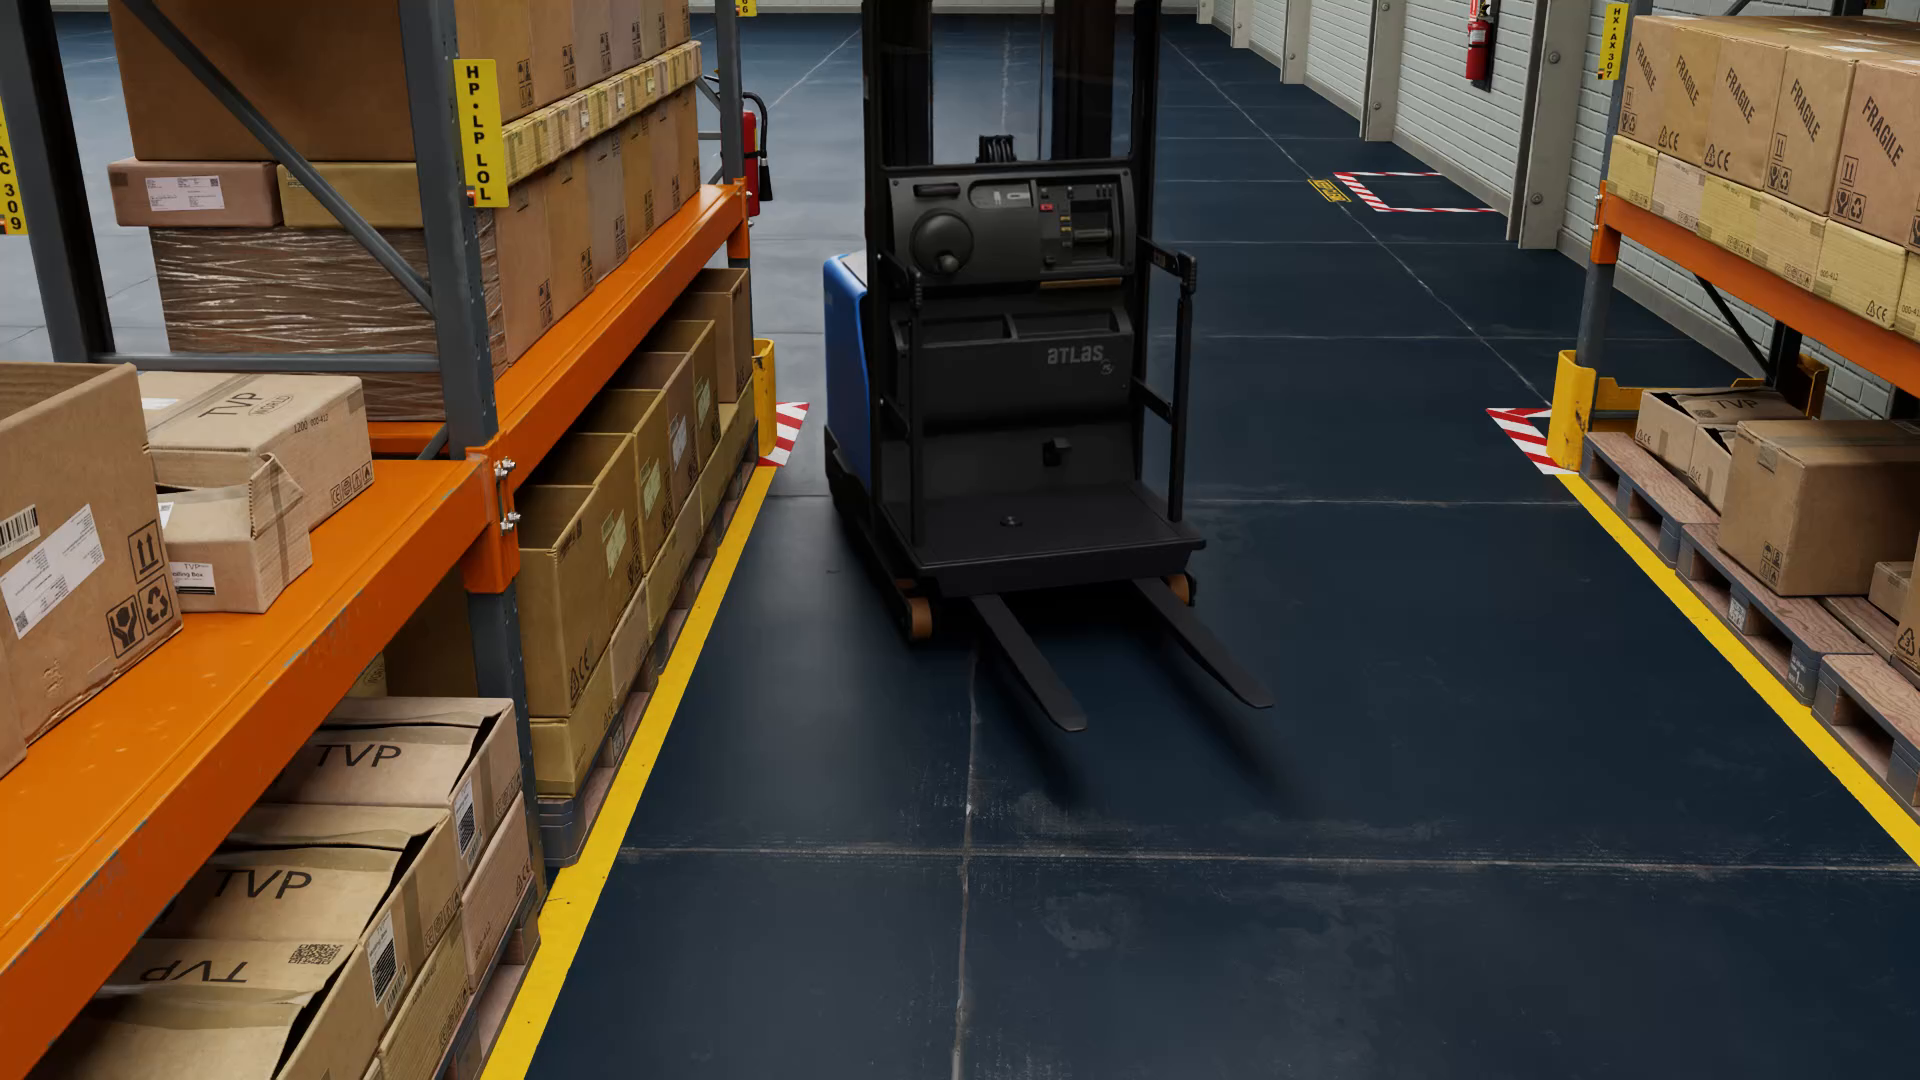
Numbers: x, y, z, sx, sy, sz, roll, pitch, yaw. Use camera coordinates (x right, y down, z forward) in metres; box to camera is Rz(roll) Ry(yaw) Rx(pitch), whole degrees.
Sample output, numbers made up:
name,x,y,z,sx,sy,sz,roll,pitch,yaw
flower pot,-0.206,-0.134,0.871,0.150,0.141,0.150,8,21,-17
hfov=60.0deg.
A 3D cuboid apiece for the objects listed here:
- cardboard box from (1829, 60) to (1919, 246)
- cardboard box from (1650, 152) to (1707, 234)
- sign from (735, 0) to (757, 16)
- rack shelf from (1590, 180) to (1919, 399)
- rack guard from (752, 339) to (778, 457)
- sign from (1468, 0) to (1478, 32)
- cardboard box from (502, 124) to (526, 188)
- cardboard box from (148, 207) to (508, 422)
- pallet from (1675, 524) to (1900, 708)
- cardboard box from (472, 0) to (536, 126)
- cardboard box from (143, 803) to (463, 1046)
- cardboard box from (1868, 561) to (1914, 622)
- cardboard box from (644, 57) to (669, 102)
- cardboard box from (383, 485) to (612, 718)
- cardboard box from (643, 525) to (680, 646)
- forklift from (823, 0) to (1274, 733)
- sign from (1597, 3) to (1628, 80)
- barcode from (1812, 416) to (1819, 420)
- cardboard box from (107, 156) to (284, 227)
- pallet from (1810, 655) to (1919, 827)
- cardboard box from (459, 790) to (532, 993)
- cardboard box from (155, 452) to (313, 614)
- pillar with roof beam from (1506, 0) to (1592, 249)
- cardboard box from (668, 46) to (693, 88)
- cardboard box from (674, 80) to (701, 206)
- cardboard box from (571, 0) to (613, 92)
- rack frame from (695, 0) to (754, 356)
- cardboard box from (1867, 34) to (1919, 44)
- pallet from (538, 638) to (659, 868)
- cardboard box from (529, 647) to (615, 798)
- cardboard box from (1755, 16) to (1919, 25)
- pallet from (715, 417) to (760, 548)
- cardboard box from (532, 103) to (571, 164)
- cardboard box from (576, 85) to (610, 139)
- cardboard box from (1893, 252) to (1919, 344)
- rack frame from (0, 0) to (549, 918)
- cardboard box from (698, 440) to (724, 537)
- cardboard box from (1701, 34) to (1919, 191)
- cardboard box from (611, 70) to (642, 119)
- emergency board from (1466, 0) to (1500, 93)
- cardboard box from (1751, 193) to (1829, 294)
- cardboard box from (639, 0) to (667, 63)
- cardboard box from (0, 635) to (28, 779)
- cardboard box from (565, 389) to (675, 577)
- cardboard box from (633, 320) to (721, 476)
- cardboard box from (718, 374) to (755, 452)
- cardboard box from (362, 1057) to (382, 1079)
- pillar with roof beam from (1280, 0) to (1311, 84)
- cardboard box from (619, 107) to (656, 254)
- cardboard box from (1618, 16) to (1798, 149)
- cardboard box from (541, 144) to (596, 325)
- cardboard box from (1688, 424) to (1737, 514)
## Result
name,x,y,z,sx,sy,sz,roll,pitch,yaw
cardboard box,3.068,-1.186,5.082,0.500,0.500,0.500,0,21,0
cardboard box,3.115,-1.385,6.632,0.500,0.250,0.500,0,21,0
sign,-0.960,-2.499,7.395,0.100,0.325,0.005,1,21,2
rack shelf,3.388,-0.748,5.805,1.077,0.370,4.000,1,21,2
rack guard,-1.502,-0.703,8.150,1.175,0.500,0.348,1,21,2
sign,4.708,-4.822,15.260,0.001,0.329,0.234,1,21,2
cardboard box,-1.409,-1.042,4.532,0.380,0.149,0.250,0,21,0
cardboard box,-1.617,-0.621,4.343,0.700,0.500,0.500,0,21,0
pallet,3.347,0.254,6.082,1.003,0.211,1.213,1,21,2
cardboard box,-1.603,-1.408,4.580,0.700,0.500,0.500,1,21,1
cardboard box,-1.359,0.749,3.397,0.500,0.311,0.500,1,21,3
cardboard box,3.396,0.186,5.737,0.380,0.149,0.250,-1,21,-3
cardboard box,-1.348,-1.790,6.462,0.380,0.149,0.250,1,21,2
cardboard box,-1.297,0.159,4.657,0.500,0.500,0.500,1,21,2
cardboard box,-1.266,0.147,5.724,0.500,0.250,0.500,1,21,2
forklift,0.256,-1.150,5.942,1.130,2.935,3.031,-5,22,-14
sign,2.907,-2.216,7.397,0.100,0.325,0.005,1,21,2
barcode,3.737,-0.502,7.273,0.001,0.075,0.075,1,21,2
cardboard box,-1.830,-0.863,4.072,0.380,0.149,0.250,1,21,2
pallet,3.313,0.696,4.942,1.003,0.211,1.213,1,21,2
cardboard box,-1.347,0.826,3.975,0.500,0.250,0.500,0,21,1
cardboard box,-1.467,-0.031,3.148,0.396,0.266,0.258,0,21,0
pillar with roof beam,0.172,-6.558,11.489,9.100,9.000,0.400,1,21,2
cardboard box,-1.330,-1.974,6.934,0.380,0.149,0.250,1,21,3
cardboard box,-1.529,-1.738,7.222,0.700,0.500,0.500,1,21,2
cardboard box,-1.571,-1.770,5.512,0.700,0.500,0.500,1,21,2
rack frame,-1.502,-1.860,7.675,1.000,3.000,0.127,1,21,2
cardboard box,3.611,-1.554,6.030,0.500,0.500,0.500,0,21,0
pallet,-1.558,0.599,5.192,1.003,0.211,1.213,1,21,2
cardboard box,-1.307,0.508,4.793,0.500,0.250,0.500,1,21,2
cardboard box,3.647,-1.923,6.981,0.500,0.500,0.500,0,21,1
pallet,-1.484,-0.283,7.466,1.003,0.211,1.213,1,21,2
cardboard box,-1.392,-1.227,5.009,0.380,0.149,0.250,0,21,0
cardboard box,-1.379,-1.418,5.501,0.380,0.149,0.250,0,21,1
cardboard box,3.062,-0.654,4.748,0.500,0.250,0.500,1,21,2
rack frame,-1.624,-0.413,3.948,1.000,3.000,0.127,1,21,2
cardboard box,-1.240,-0.215,6.656,0.500,0.250,0.500,1,21,2
cardboard box,3.087,-1.561,6.048,0.500,0.500,0.500,0,21,0
cardboard box,-1.361,-1.600,5.972,0.380,0.149,0.250,1,21,3
emergency board,4.588,-4.606,14.754,0.194,1.169,0.643,1,21,2
cardboard box,3.076,-1.018,5.686,0.500,0.250,0.500,1,21,2
cardboard box,-1.542,-2.133,6.448,0.700,0.500,0.500,0,21,0
cardboard box,-1.695,0.189,2.257,0.500,0.500,0.500,1,21,2
cardboard box,-1.267,-0.203,5.589,0.500,0.500,0.500,1,21,2
cardboard box,-1.237,-0.564,6.521,0.500,0.500,0.500,1,21,2
cardboard box,-1.223,-0.576,7.589,0.500,0.250,0.500,1,21,2
cardboard box,-1.379,1.194,3.027,0.500,0.250,0.500,1,21,3
pillar with roof beam,0.537,-10.896,22.672,9.100,9.000,0.400,1,21,2
cardboard box,-1.561,-1.368,6.270,0.700,0.500,0.500,1,21,2
cardboard box,3.134,-1.926,6.990,0.500,0.500,0.500,1,21,2
cardboard box,-1.588,-0.993,5.302,0.700,0.500,0.500,1,21,2
cardboard box,3.321,-0.303,6.772,0.500,0.311,0.500,2,21,6
